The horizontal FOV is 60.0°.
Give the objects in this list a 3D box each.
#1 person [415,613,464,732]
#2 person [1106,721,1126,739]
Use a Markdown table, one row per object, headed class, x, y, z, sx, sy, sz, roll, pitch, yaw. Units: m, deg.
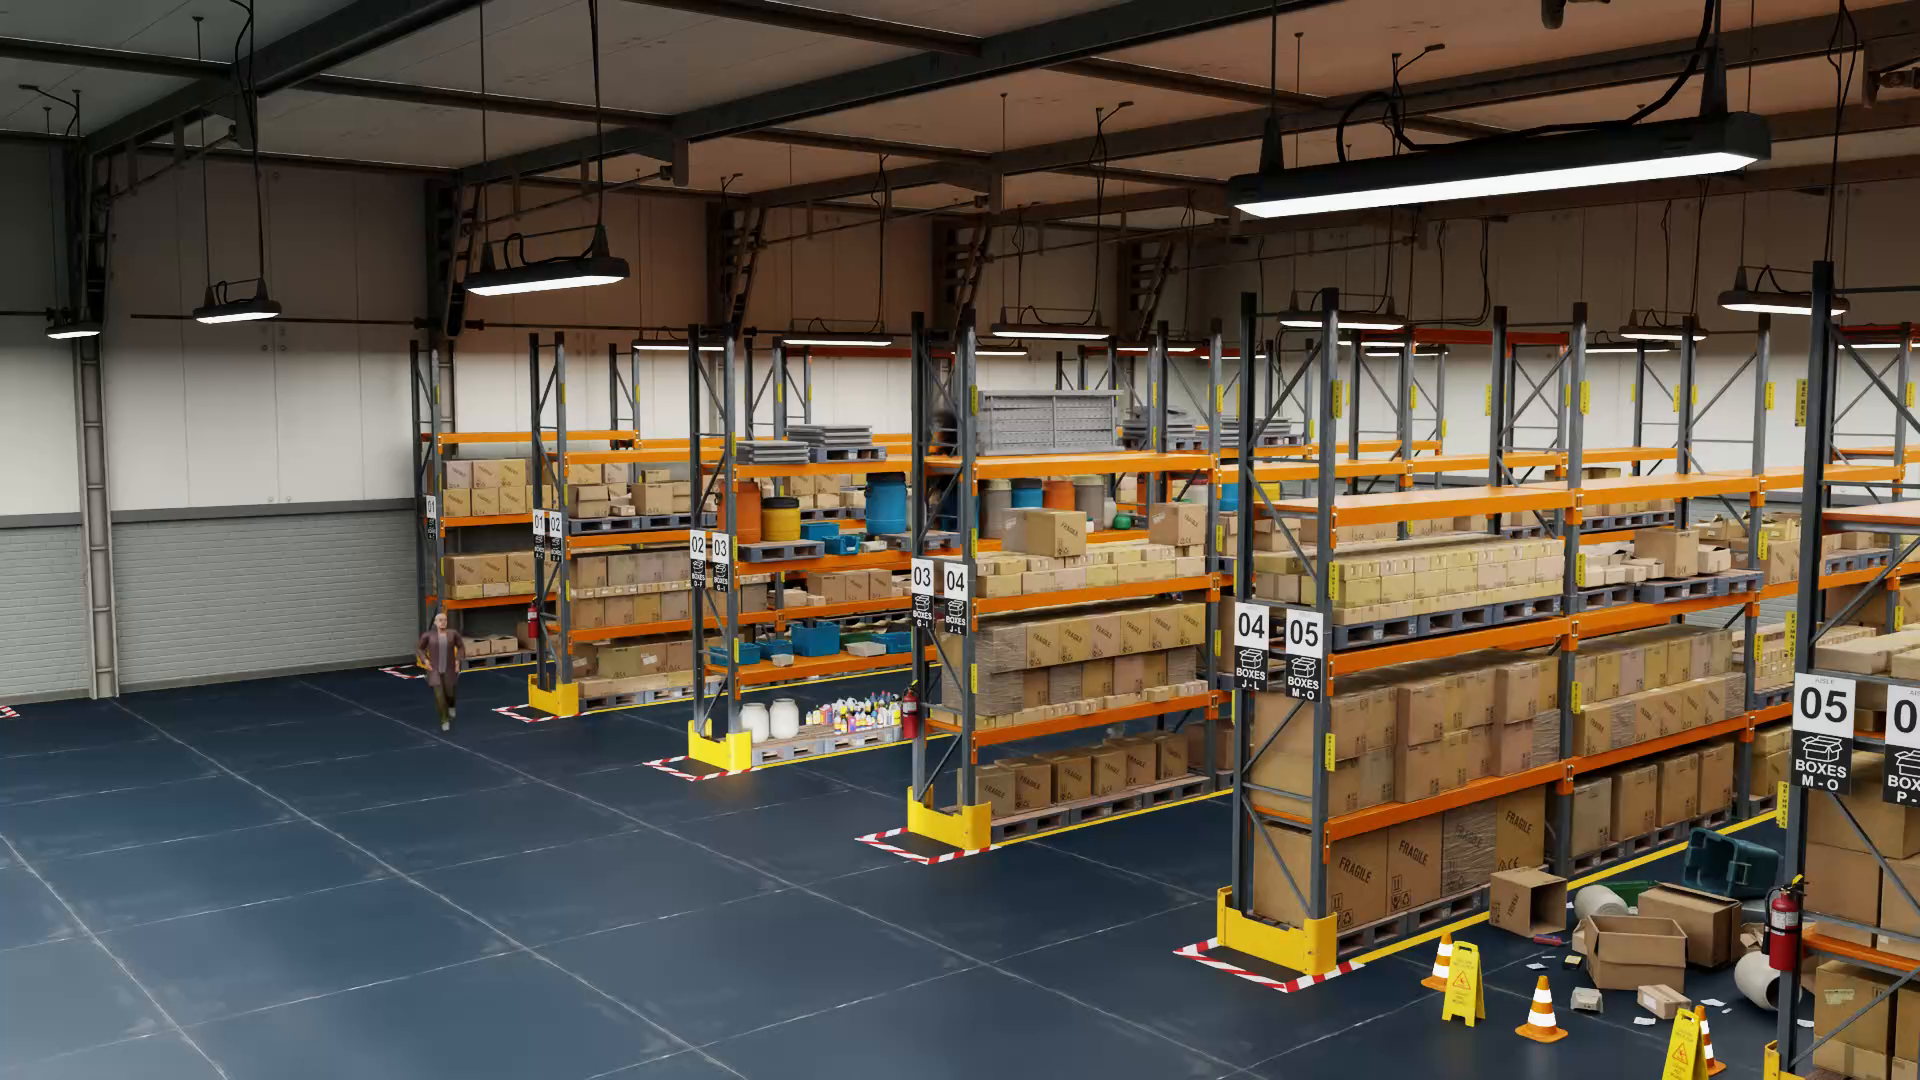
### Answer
| class | x | y | z | sx | sy | sz | roll | pitch | yaw |
| --- | --- | --- | --- | --- | --- | --- | --- | --- | --- |
| person | -7.856 | 1.978 | 25.156 | 0.718 | 1.759 | 0.747 | -2 | 6 | -22 |
| person | 2.096 | 1.893 | 22.866 | 0.456 | 1.802 | 0.635 | -1 | 5 | -8 |
